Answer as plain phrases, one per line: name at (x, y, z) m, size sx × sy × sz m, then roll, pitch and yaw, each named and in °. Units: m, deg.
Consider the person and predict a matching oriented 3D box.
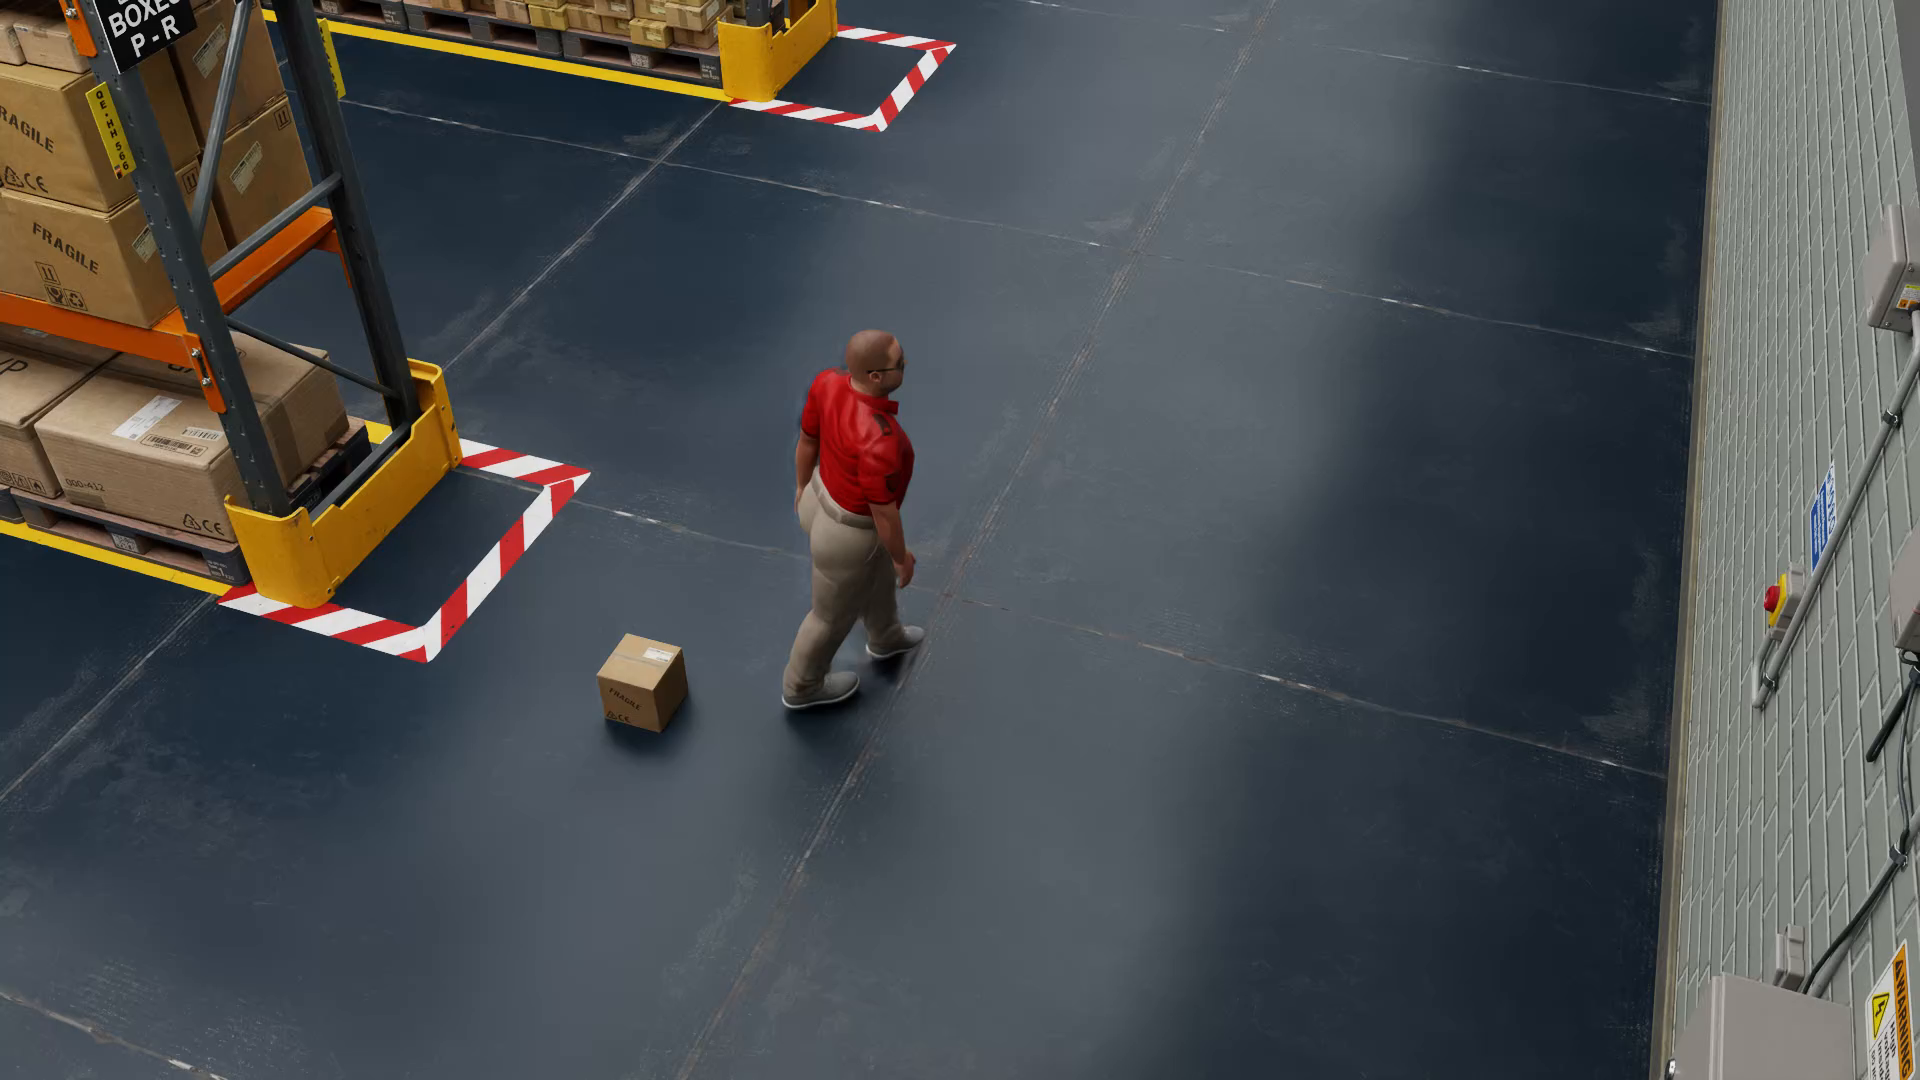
person at (-0.392, -0.037, 6.248) m, size 0.703 × 1.757 × 0.587 m, roll -15°, pitch 44°, yaw -17°
